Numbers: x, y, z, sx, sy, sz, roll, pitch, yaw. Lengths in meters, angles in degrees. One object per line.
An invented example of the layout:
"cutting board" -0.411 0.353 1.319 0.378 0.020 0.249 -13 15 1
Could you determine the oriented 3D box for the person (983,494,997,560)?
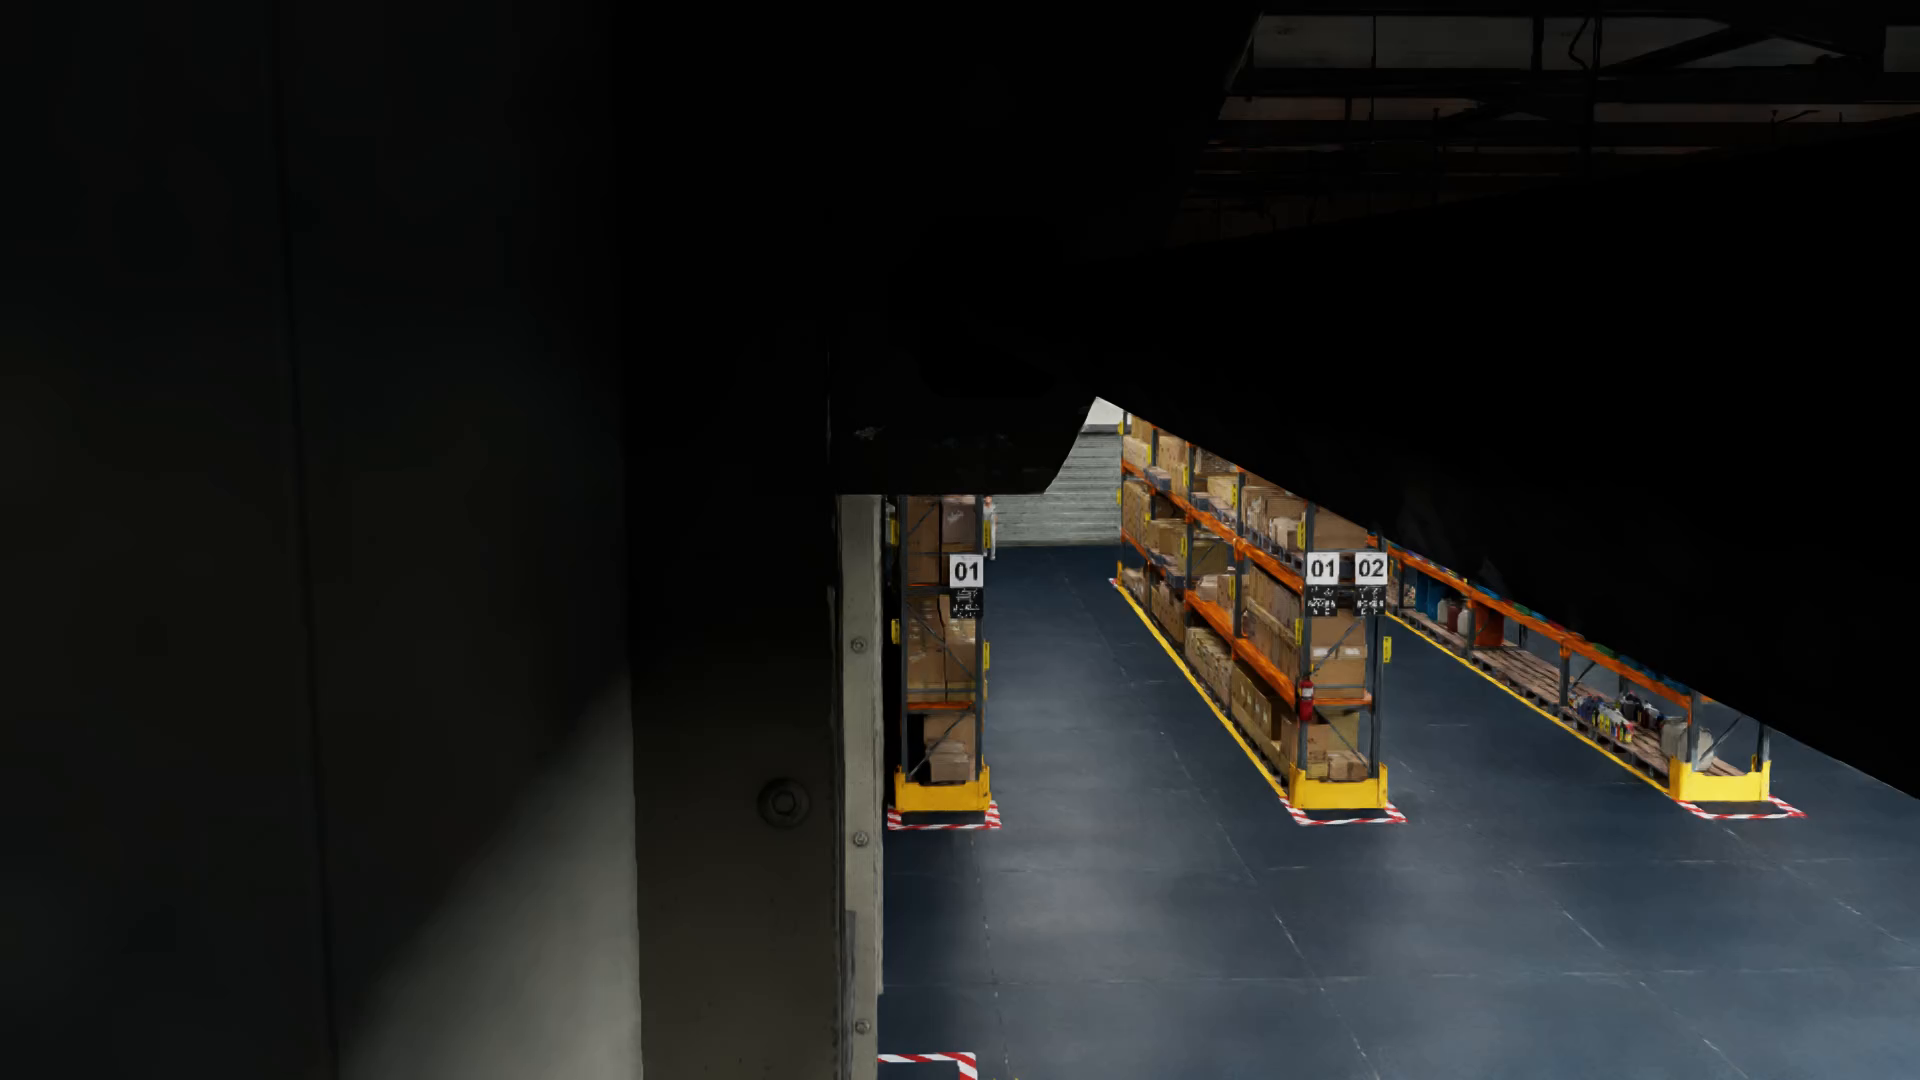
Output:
"person" 0.657 -0.345 39.822 0.447 1.588 1.096 0 8 -1
